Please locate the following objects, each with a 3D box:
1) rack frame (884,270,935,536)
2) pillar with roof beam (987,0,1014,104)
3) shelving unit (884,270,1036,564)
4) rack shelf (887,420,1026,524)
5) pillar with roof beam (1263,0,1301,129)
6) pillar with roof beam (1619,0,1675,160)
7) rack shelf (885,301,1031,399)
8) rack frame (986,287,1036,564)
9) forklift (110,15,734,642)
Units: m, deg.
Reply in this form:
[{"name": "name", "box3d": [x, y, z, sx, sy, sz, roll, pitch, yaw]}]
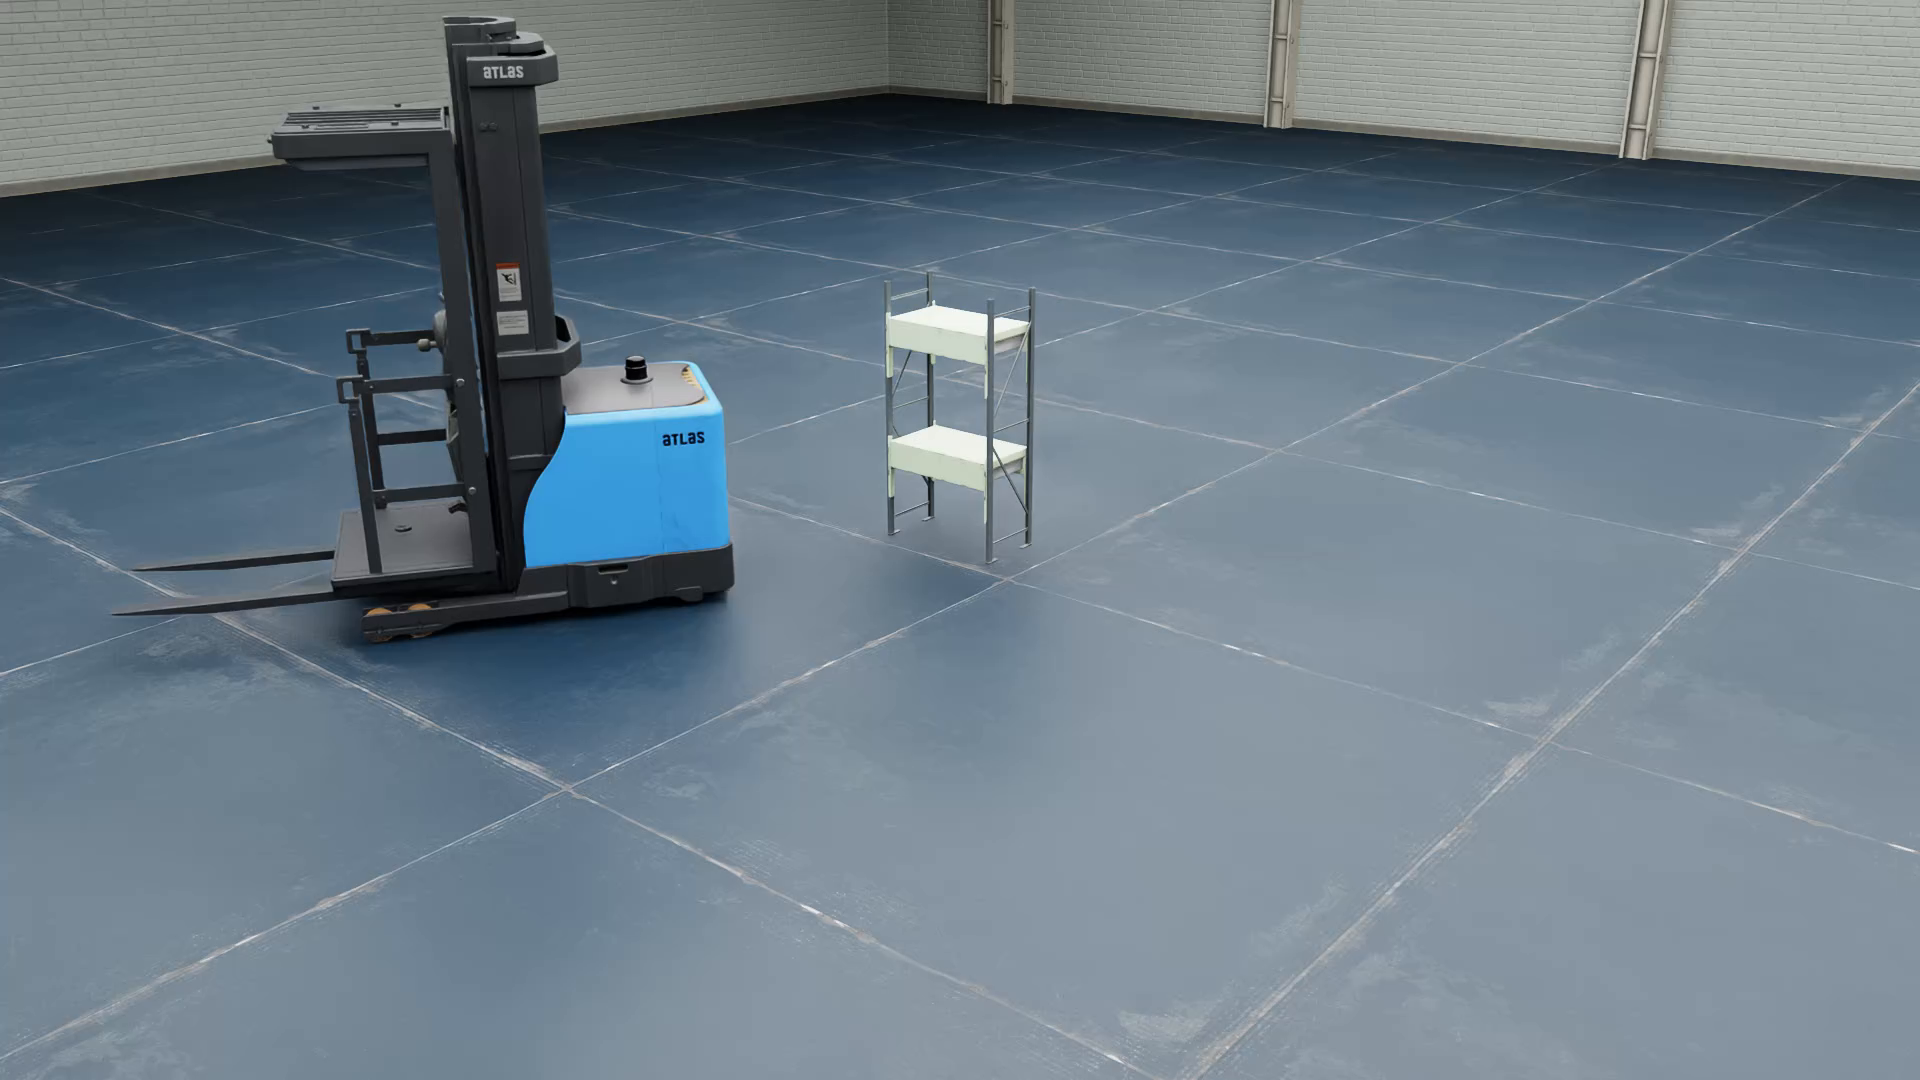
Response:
[{"name": "rack frame", "box3d": [-0.289, -0.785, 9.624, 0.023, 1.500, 0.400, 16, 26, 36]}, {"name": "pillar with roof beam", "box3d": [-1.953, -11.408, 27.168, 0.400, 9.000, 9.100, 16, 26, 36]}, {"name": "shelving unit", "box3d": [-0.005, -0.703, 9.407, 0.755, 1.500, 0.431, 16, 26, 36]}, {"name": "rack shelf", "box3d": [-0.005, -0.398, 9.523, 0.720, 0.370, 0.431, 16, 26, 36]}, {"name": "pillar with roof beam", "box3d": [2.695, -10.070, 23.618, 0.400, 9.000, 9.100, 16, 26, 36]}, {"name": "pillar with roof beam", "box3d": [7.344, -8.731, 20.068, 0.400, 9.000, 9.100, 16, 26, 36]}, {"name": "rack shelf", "box3d": [-0.005, -1.068, 9.270, 0.720, 0.370, 0.431, 16, 26, 36]}, {"name": "rack frame", "box3d": [0.278, -0.622, 9.191, 0.023, 1.500, 0.400, 16, 26, 36]}, {"name": "forklift", "box3d": [-2.776, -1.069, 8.348, 3.031, 2.935, 1.130, -6, 21, -16]}]
